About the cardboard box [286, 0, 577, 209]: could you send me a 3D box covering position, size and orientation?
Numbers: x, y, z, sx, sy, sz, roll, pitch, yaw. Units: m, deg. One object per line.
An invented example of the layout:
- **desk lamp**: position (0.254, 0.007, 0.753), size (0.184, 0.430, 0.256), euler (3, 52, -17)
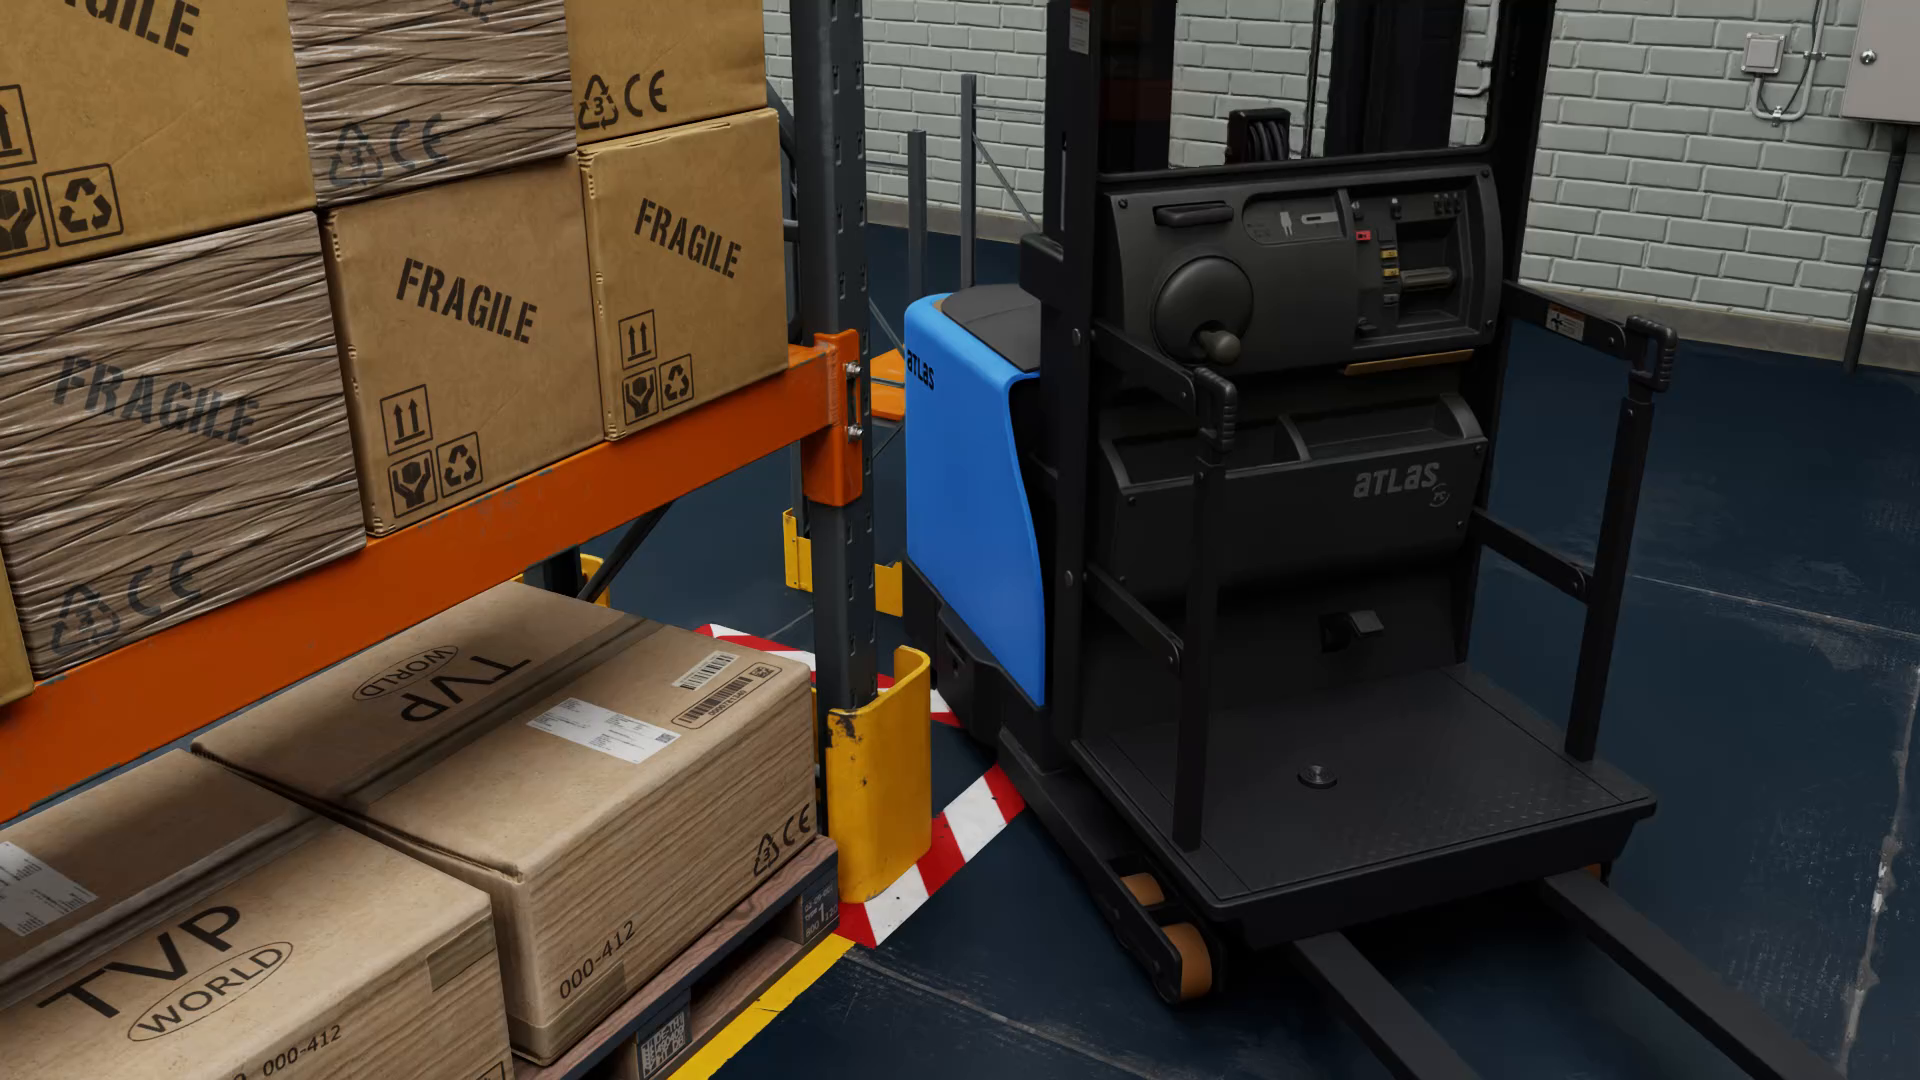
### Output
- **cardboard box**: position (-0.946, -0.813, 2.467), size (0.500, 0.500, 0.500), euler (14, 27, 29)

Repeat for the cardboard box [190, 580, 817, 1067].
- **cardboard box**: position (-0.907, 0.524, 3.461), size (0.875, 0.438, 0.875), euler (13, 27, 27)

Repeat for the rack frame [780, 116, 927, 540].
- **rack frame**: position (-0.313, -0.488, 4.989), size (0.500, 1.500, 0.032), euler (14, 27, 29)

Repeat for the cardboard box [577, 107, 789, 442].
- **cardboard box**: position (-0.673, -0.531, 3.075), size (0.500, 0.500, 0.500), euler (14, 27, 29)

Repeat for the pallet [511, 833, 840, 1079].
- **pallet**: position (-0.999, 0.863, 3.491), size (1.003, 0.211, 1.213), euler (14, 27, 29)

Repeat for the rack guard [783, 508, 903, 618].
- **rack guard**: position (-0.303, 0.079, 5.253), size (0.587, 0.250, 0.087), euler (14, 27, 29)

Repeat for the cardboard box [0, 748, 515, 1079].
- **cardboard box**: position (-1.383, 0.834, 2.744), size (0.875, 0.438, 0.875), euler (15, 27, 30)

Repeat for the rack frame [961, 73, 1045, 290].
- **rack frame**: position (0.223, -0.831, 5.782), size (0.500, 1.500, 0.032), euler (14, 27, 29)

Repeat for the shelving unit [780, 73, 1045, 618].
- **shelving unit**: position (-0.040, -0.663, 5.393), size (0.587, 1.500, 1.083), euler (14, 27, 29)

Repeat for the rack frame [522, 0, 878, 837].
- **rack frame**: position (-0.644, -0.703, 3.599), size (1.000, 3.000, 0.127), euler (14, 27, 29)

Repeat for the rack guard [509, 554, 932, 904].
- **rack guard**: position (-0.631, 0.436, 4.114), size (1.175, 0.500, 0.348), euler (14, 27, 29)

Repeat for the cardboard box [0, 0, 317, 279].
- **cardboard box**: position (-1.210, -0.647, 2.083), size (0.500, 0.500, 0.500), euler (14, 27, 29)

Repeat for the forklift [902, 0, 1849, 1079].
- **forklift**: position (0.828, -0.559, 3.352), size (1.130, 2.935, 3.031), euler (-9, 25, -19)

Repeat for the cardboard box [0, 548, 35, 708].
- **cardboard box**: position (-1.475, -0.012, 1.876), size (0.500, 0.500, 0.500), euler (15, 27, 30)

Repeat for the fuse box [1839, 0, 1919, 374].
- **fuse box**: position (4.019, -1.531, 7.132), size (0.539, 1.711, 0.414), euler (14, 27, 29)

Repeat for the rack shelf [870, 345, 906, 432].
- **rack shelf**: position (-0.045, -0.494, 5.457), size (0.538, 0.185, 1.000), euler (14, 27, 29)

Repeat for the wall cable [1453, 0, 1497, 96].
- **wall cable**: position (2.311, -3.092, 7.798), size (0.585, 1.953, 0.123), euler (14, 27, 29)

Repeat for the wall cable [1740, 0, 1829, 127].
- **wall cable**: position (3.522, -2.784, 7.127), size (0.588, 1.984, 0.122), euler (14, 27, 29)

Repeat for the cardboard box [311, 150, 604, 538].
- **cardboard box**: position (-0.951, -0.365, 2.691), size (0.500, 0.500, 0.500), euler (13, 27, 28)

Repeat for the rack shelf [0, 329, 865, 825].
- **rack shelf**: position (-1.699, 0.302, 2.182), size (1.077, 0.370, 4.000), euler (14, 27, 29)

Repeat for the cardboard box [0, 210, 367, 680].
- **cardboard box**: position (-1.214, -0.189, 2.285), size (0.500, 0.500, 0.500), euler (15, 27, 30)

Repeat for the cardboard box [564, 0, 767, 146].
- **cardboard box**: position (-0.696, -0.995, 2.889), size (0.500, 0.500, 0.500), euler (15, 28, 31)
